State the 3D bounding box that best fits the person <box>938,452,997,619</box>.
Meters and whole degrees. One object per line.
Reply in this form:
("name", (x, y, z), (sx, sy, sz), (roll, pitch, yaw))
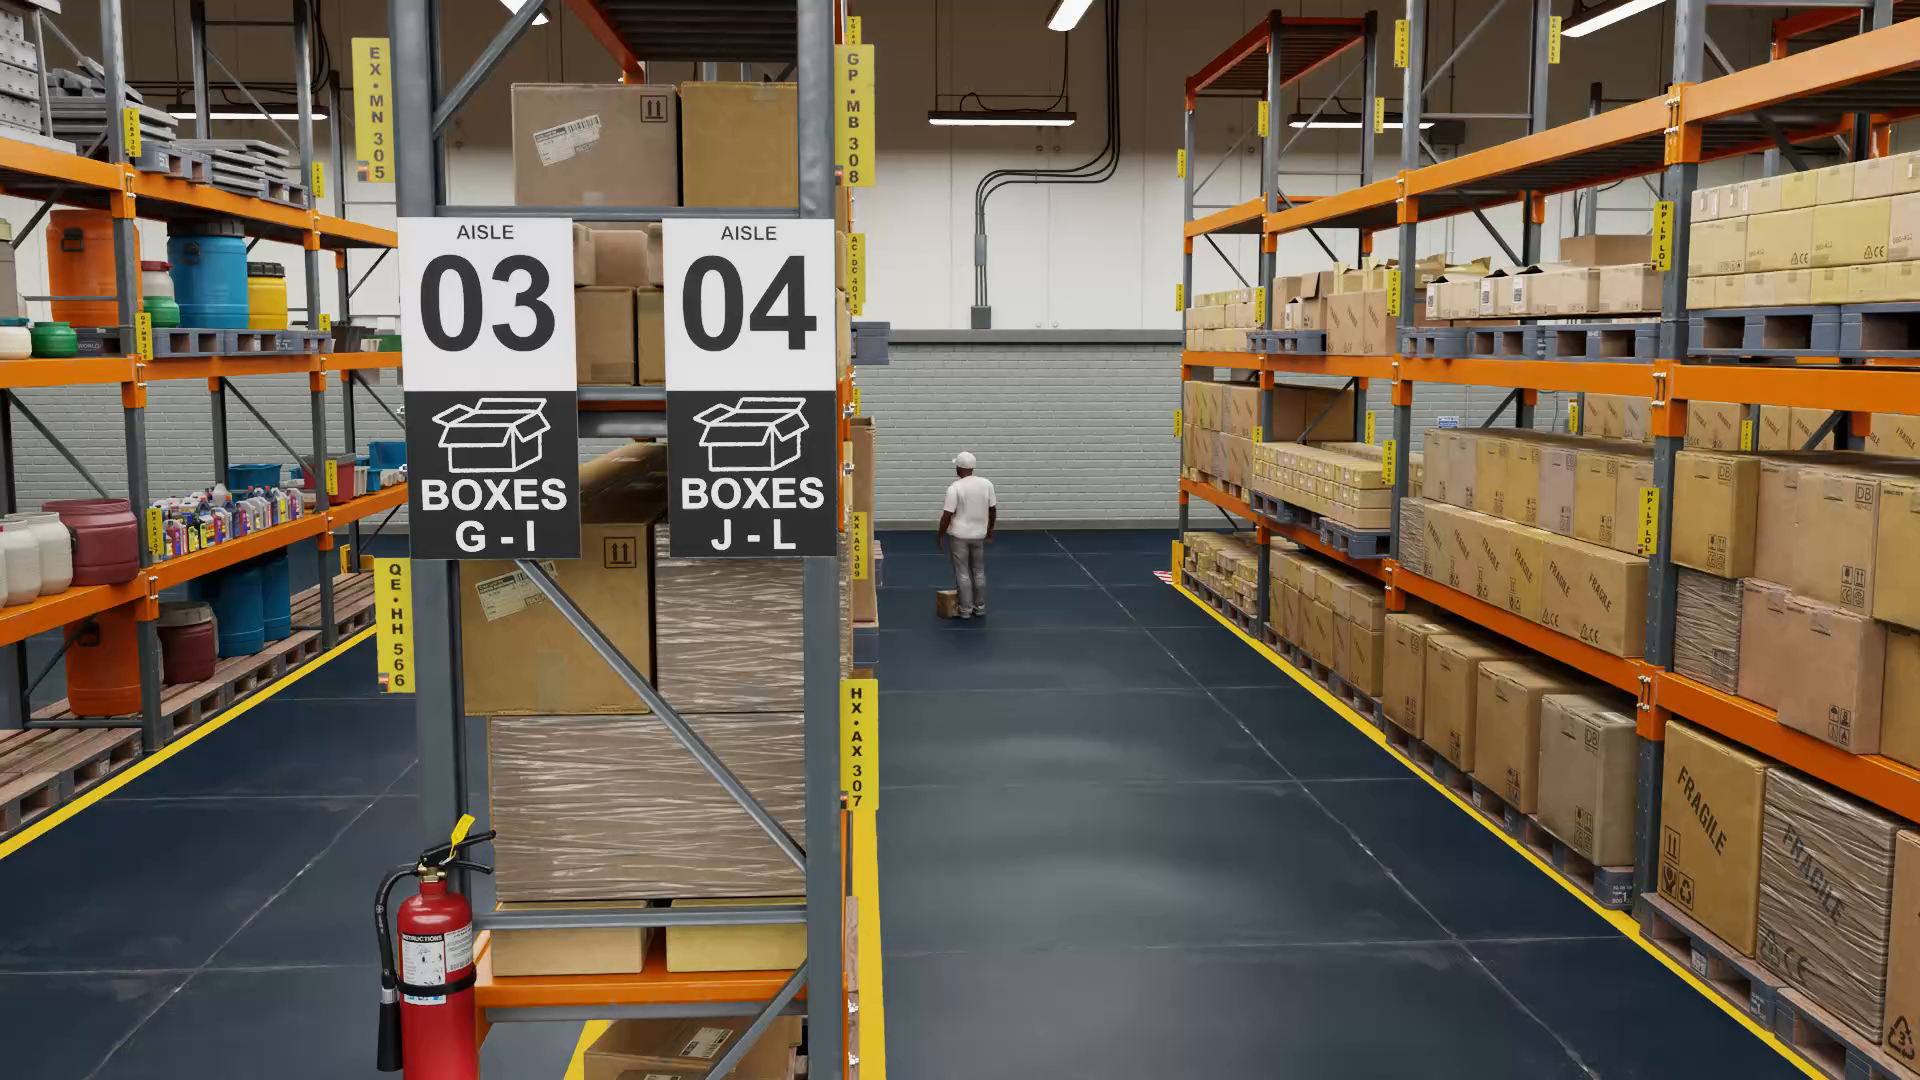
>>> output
("person", (0.040, -0.060, 17.571), (0.666, 1.765, 0.578), (-4, 8, -28))
